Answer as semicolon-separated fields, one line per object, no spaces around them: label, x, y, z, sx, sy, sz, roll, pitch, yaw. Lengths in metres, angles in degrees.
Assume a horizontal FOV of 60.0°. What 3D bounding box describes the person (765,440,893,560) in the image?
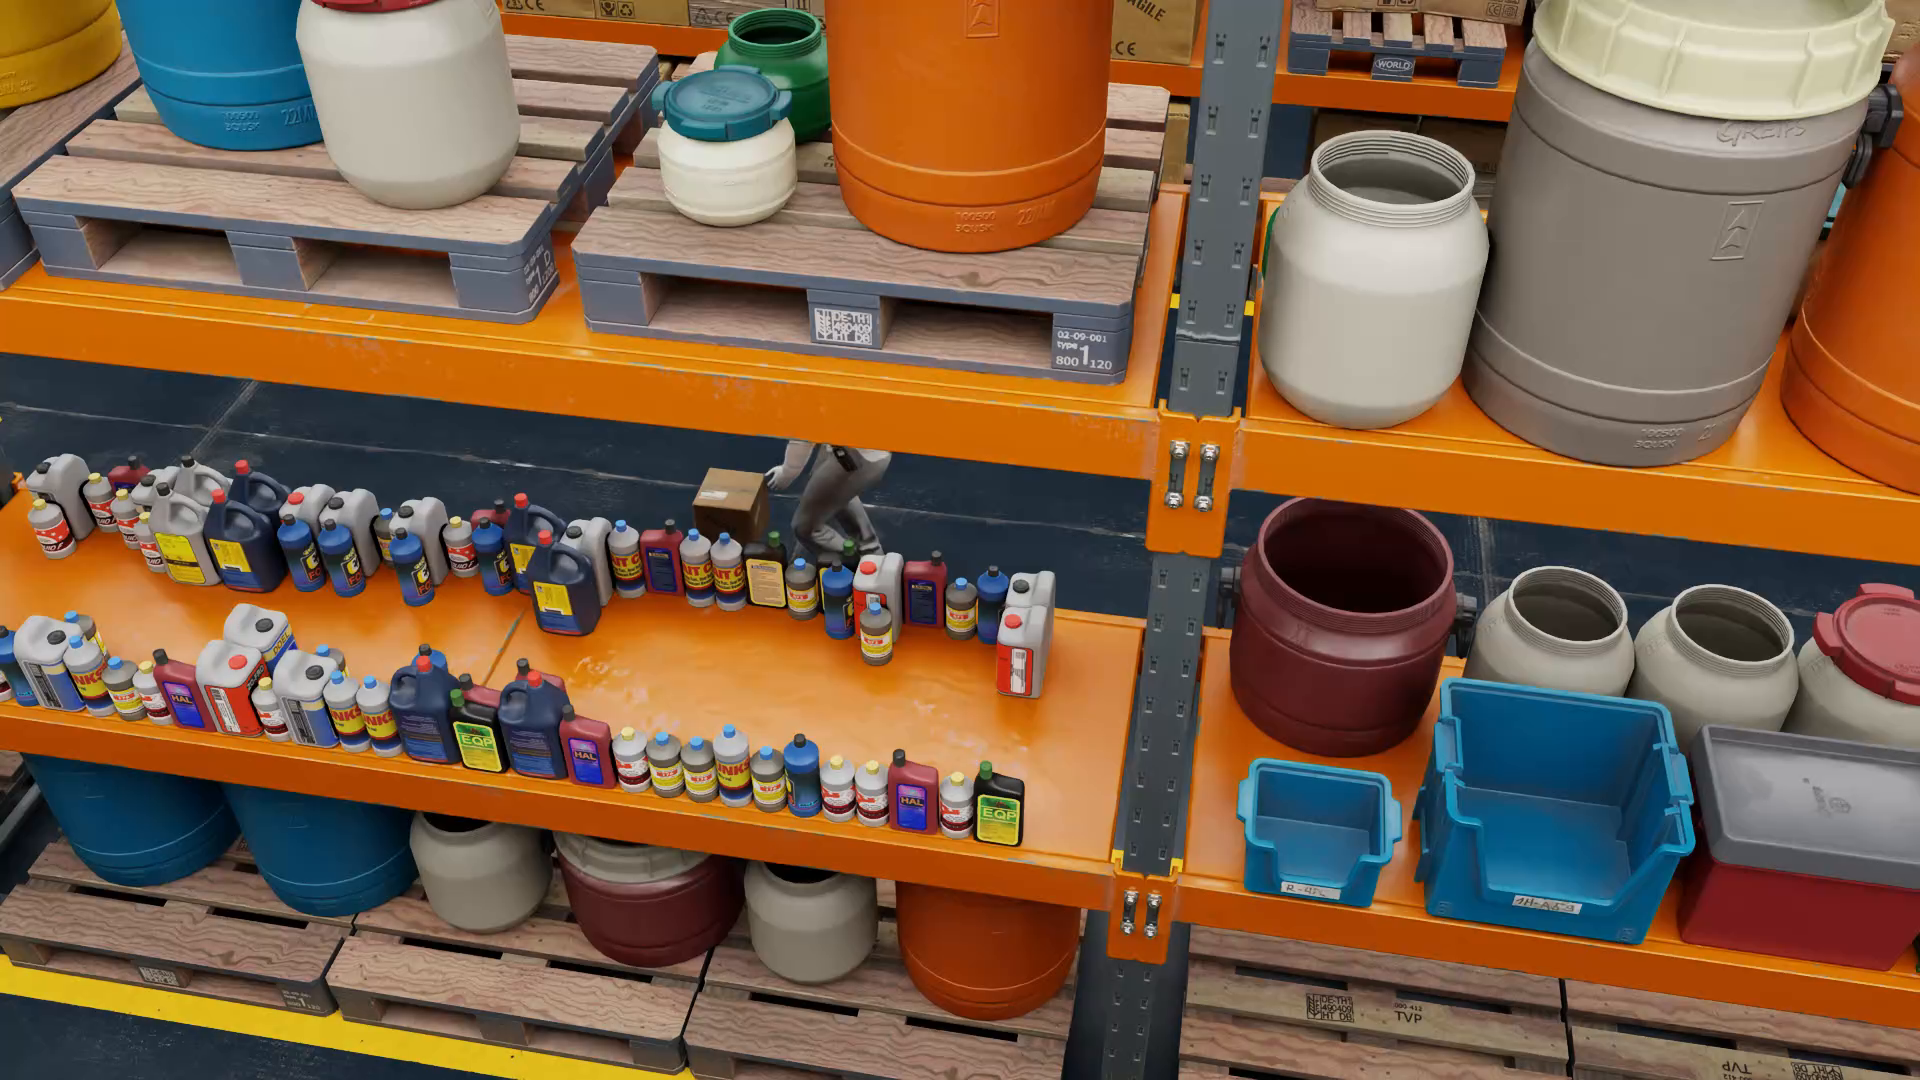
person;-0.540;-0.381;6.718;0.591;1.522;0.526;7;41;8
